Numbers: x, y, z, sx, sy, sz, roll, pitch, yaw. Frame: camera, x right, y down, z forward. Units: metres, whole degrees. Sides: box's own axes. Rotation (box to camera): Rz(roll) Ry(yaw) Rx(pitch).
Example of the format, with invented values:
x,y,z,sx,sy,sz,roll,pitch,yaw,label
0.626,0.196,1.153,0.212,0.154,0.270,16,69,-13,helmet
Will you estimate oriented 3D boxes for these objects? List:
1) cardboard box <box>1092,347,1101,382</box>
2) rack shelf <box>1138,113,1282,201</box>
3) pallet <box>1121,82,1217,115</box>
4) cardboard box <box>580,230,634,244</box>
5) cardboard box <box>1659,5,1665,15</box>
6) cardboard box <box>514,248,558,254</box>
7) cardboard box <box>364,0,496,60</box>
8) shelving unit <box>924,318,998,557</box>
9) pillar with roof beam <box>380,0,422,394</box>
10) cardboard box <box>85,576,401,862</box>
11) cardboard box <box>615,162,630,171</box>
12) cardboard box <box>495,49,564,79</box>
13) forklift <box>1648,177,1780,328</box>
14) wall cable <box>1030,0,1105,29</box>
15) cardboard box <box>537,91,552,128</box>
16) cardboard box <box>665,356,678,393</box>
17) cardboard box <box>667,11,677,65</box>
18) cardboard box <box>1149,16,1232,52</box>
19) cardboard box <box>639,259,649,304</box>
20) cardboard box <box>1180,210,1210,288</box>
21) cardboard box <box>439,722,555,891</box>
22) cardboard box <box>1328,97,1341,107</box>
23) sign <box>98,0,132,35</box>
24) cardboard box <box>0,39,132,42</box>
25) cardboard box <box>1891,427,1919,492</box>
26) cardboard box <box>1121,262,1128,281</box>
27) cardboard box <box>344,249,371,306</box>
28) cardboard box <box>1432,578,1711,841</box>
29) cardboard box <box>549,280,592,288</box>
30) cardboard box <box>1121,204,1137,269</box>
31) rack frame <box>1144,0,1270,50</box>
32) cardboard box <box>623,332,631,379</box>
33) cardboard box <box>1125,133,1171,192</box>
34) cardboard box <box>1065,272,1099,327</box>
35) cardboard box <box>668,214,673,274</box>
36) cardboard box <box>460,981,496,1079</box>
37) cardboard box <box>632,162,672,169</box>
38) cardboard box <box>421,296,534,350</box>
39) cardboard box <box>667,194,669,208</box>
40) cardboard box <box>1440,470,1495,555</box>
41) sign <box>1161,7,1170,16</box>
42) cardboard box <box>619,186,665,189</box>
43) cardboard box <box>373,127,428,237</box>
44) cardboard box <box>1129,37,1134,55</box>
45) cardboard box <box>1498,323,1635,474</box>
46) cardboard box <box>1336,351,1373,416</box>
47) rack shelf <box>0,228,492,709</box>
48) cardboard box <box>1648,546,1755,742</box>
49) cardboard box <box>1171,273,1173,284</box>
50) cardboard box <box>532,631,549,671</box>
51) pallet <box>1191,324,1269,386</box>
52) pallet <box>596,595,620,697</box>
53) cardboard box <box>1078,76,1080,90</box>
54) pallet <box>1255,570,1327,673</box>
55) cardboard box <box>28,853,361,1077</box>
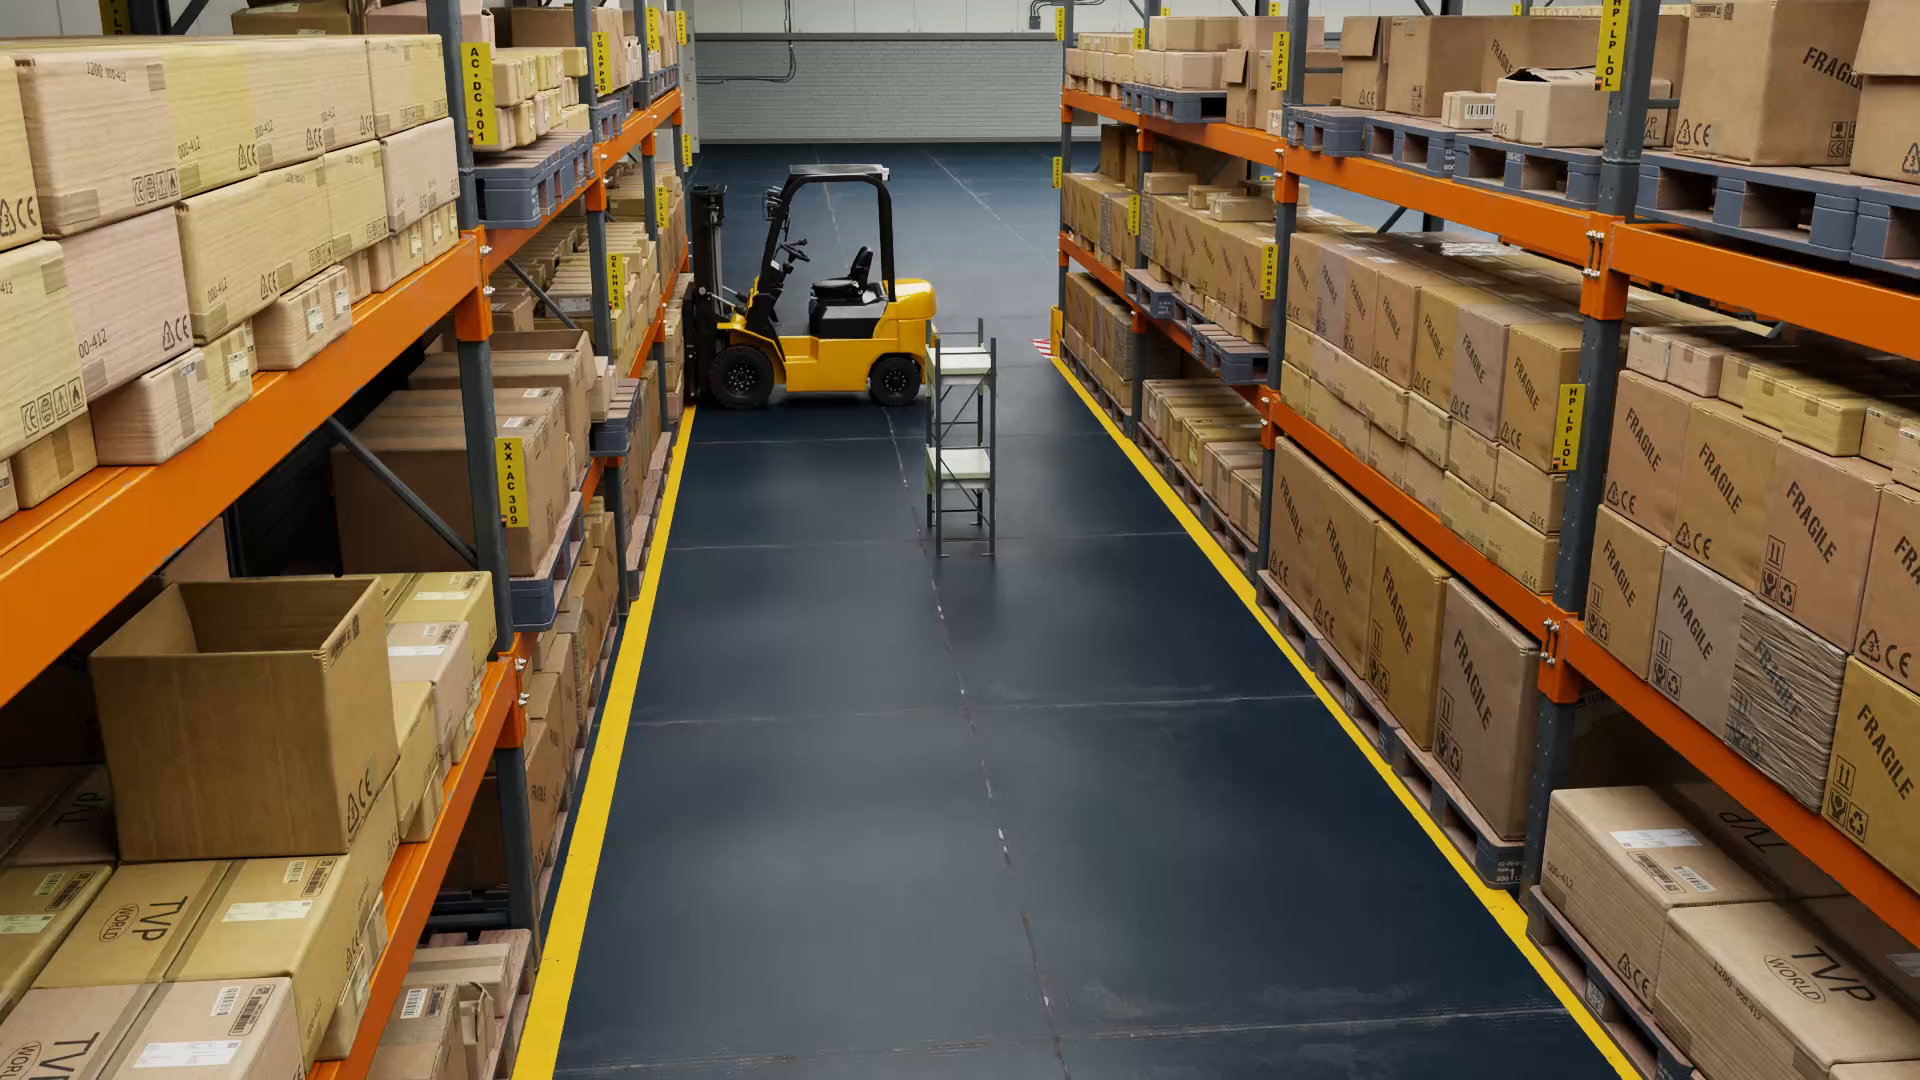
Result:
x,y,z,sx,sy,sz,roll,pitch,yaw,label
1.547,-1.674,15.892,0.500,0.250,0.500,-2,17,-5,cardboard box
2.194,-2.800,11.782,1.077,0.370,4.000,-2,18,-6,rack shelf
1.946,-3.462,13.004,1.213,0.211,1.003,-2,18,-6,pallet
-2.675,-2.265,12.634,0.380,0.149,0.250,-2,18,-6,cardboard box
6.470,-4.755,15.026,0.380,0.149,0.250,-1,17,-5,cardboard box
-3.015,-1.944,11.611,0.380,0.149,0.250,-2,18,-5,cardboard box
-1.808,-1.770,5.661,0.396,0.266,0.258,-2,18,-6,cardboard box
-0.001,-0.718,11.459,0.431,1.500,0.755,-2,18,-6,shelving unit
0.715,-4.318,10.407,9.100,9.000,0.400,-2,18,-6,pillar with roof beam
-1.645,0.403,3.887,0.500,0.500,0.500,-1,17,-4,cardboard box
-3.539,-3.738,16.829,0.380,0.149,0.250,-2,18,-7,cardboard box
-2.207,-2.401,8.398,0.380,0.149,0.250,-2,18,-7,cardboard box
5.098,-1.375,11.165,1.130,2.935,3.031,3,18,8,forklift
3.176,-17.740,47.483,2.305,6.003,0.169,-2,18,-6,wall cable
-1.867,-1.735,6.739,0.380,0.149,0.250,-2,18,-6,cardboard box
-2.692,-1.434,14.293,0.500,0.250,0.500,-2,18,-6,cardboard box
-3.073,-4.948,16.387,0.500,0.500,0.500,-1,17,-4,cardboard box
1.711,-3.772,12.391,0.500,0.250,0.500,-2,18,-7,cardboard box
-2.537,-1.877,12.063,0.500,0.250,0.500,-1,17,-5,cardboard box
1.904,-2.100,11.993,0.500,0.500,0.500,-2,18,-8,cardboard box
-1.950,1.071,6.730,0.500,0.500,0.500,-1,17,-3,cardboard box
2.511,-2.659,10.354,0.396,0.266,0.258,-2,18,-6,cardboard box
-2.675,-1.618,5.293,0.100,0.325,0.005,-2,18,-6,sign
-2.234,-1.049,3.921,0.500,0.250,0.500,-2,18,-6,cardboard box
2.726,-0.202,4.395,0.380,0.149,0.250,-2,18,-5,cardboard box
1.619,-2.349,14.570,0.380,0.149,0.250,-1,17,-4,cardboard box
-1.732,-0.676,4.235,0.380,0.149,0.250,-1,17,-4,cardboard box
2.670,0.707,7.265,0.875,0.875,0.875,-1,17,-4,cardboard box
-2.305,-1.503,10.206,0.380,0.149,0.250,-1,17,-4,cardboard box
1.695,-2.622,14.359,0.500,0.500,0.500,-2,18,-7,cardboard box
1.988,-5.170,13.123,1.000,3.000,0.127,-2,18,-6,rack frame
-2.386,-1.180,10.679,0.500,0.250,0.500,-2,18,-7,cardboard box
1.958,-3.568,15.703,0.700,0.500,0.500,-2,18,-6,cardboard box
1.387,-2.490,17.239,0.500,0.500,0.500,-2,18,-7,cardboard box
-2.859,-2.647,14.934,0.500,0.500,0.500,-2,18,-6,cardboard box
-1.737,1.597,5.445,0.396,0.266,0.258,-1,17,-4,cardboard box
-3.115,-3.744,16.849,0.380,0.149,0.250,-2,18,-5,cardboard box
-2.639,-1.052,9.151,0.500,0.500,0.500,-1,17,-3,cardboard box
-2.860,-3.075,15.215,0.380,0.149,0.250,-2,18,-7,cardboard box
2.465,-0.131,7.336,0.500,0.250,0.500,-2,18,-6,cardboard box
2.129,-5.365,17.271,0.100,0.325,0.005,-2,18,-6,sign
-2.763,-2.988,14.439,0.380,0.149,0.250,-1,17,-4,cardboard box
-1.761,-0.981,4.540,0.500,0.250,0.500,-2,18,-8,cardboard box
1.635,-4.163,14.009,0.380,0.149,0.250,-2,18,-7,cardboard box
2.517,-0.575,6.664,0.500,0.500,0.500,-1,17,-4,cardboard box
2.298,-0.822,8.703,0.500,0.250,0.500,-2,18,-6,cardboard box
-1.917,-0.262,3.698,1.077,0.370,4.000,-2,18,-6,rack shelf
2.649,0.326,5.465,0.500,0.500,0.500,-2,18,-5,cardboard box
1.853,-2.057,12.941,0.380,0.149,0.250,-1,17,-2,cardboard box
-2.070,0.484,7.515,0.380,0.149,0.250,-2,18,-6,cardboard box
2.221,-1.234,10.920,1.213,0.211,1.003,-2,18,-6,pallet
-2.497,0.592,9.439,1.003,0.211,1.213,-2,18,-6,pallet
1.403,-4.627,16.818,0.380,0.149,0.250,-2,18,-7,cardboard box
2.407,0.451,9.887,1.003,0.211,1.213,-2,18,-6,pallet
-1.598,0.907,3.535,0.500,0.250,0.500,-2,18,-7,cardboard box
